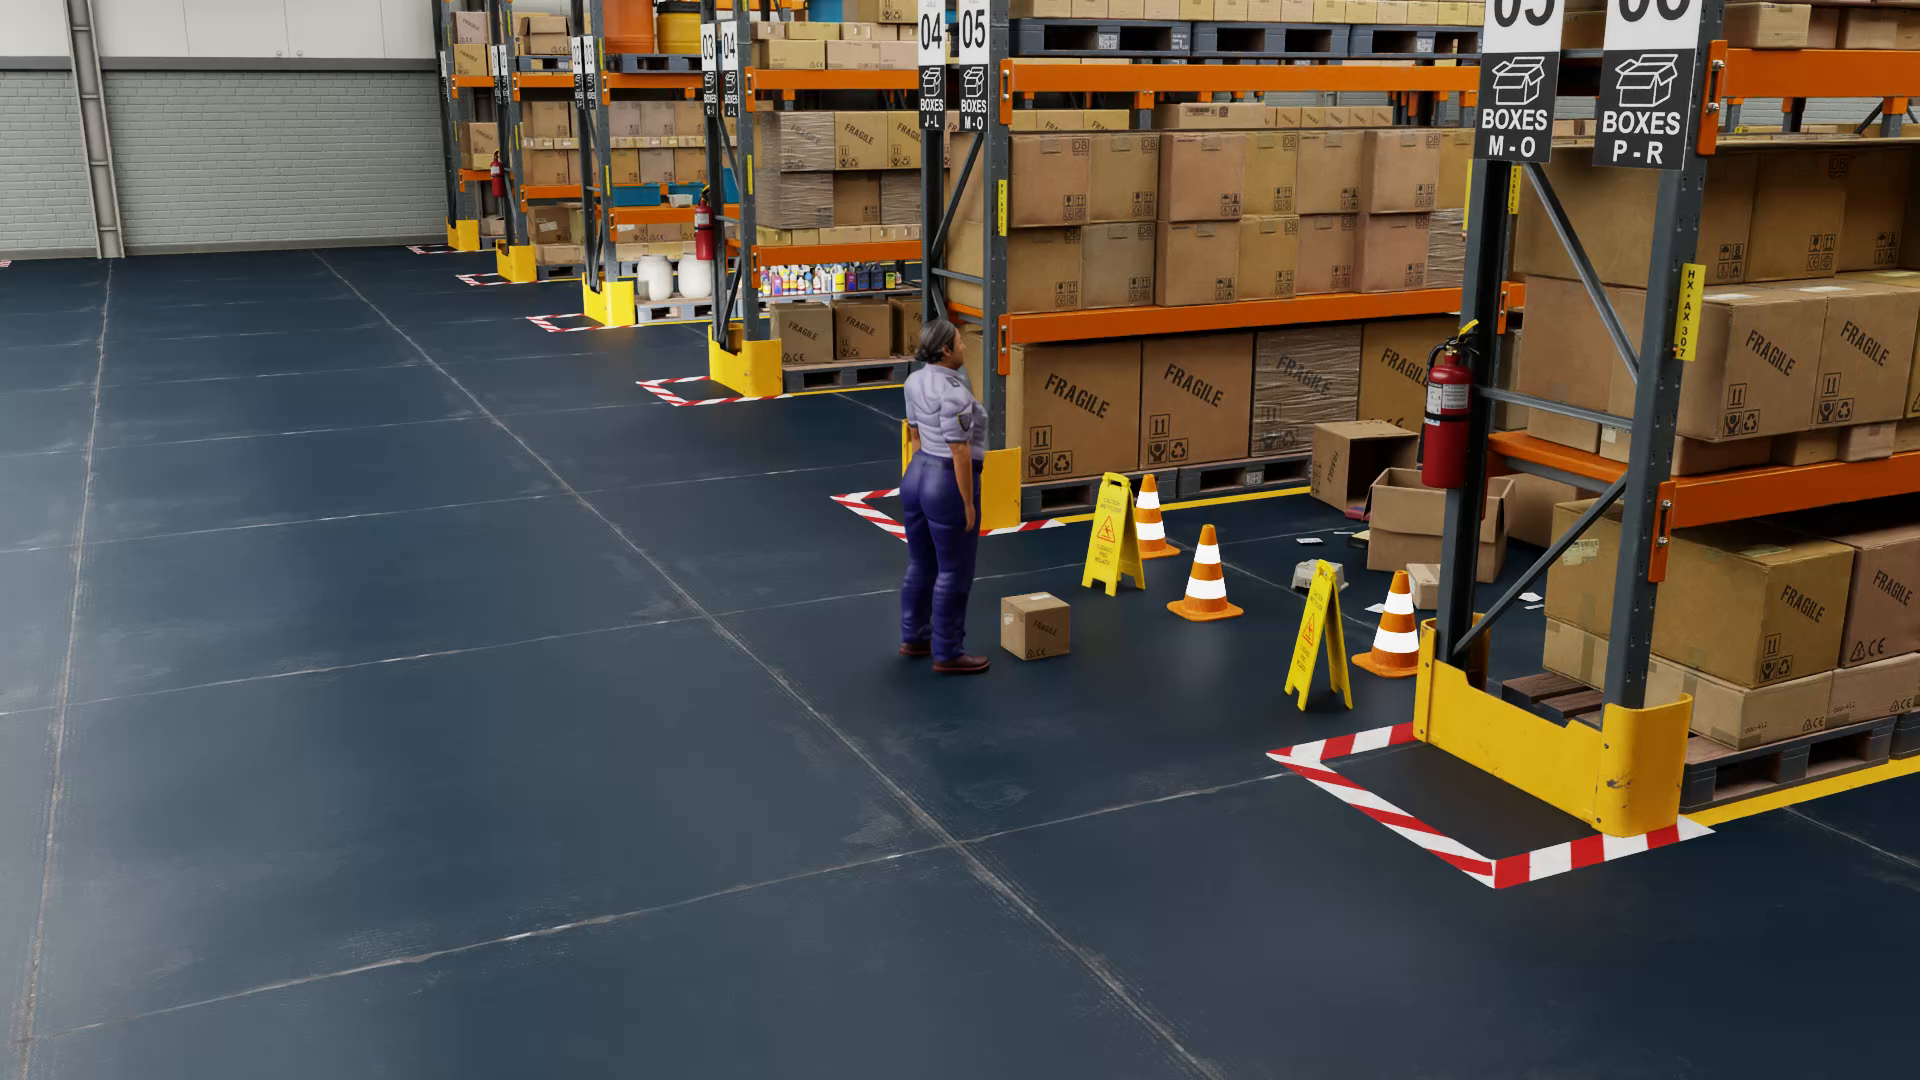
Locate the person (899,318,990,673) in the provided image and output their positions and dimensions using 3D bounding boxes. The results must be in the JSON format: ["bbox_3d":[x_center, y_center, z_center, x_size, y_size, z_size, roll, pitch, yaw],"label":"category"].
[{"bbox_3d":[-0.074,-0.197,7.768,0.351,1.657,0.506,-10,18,-32],"label":"person"}]
